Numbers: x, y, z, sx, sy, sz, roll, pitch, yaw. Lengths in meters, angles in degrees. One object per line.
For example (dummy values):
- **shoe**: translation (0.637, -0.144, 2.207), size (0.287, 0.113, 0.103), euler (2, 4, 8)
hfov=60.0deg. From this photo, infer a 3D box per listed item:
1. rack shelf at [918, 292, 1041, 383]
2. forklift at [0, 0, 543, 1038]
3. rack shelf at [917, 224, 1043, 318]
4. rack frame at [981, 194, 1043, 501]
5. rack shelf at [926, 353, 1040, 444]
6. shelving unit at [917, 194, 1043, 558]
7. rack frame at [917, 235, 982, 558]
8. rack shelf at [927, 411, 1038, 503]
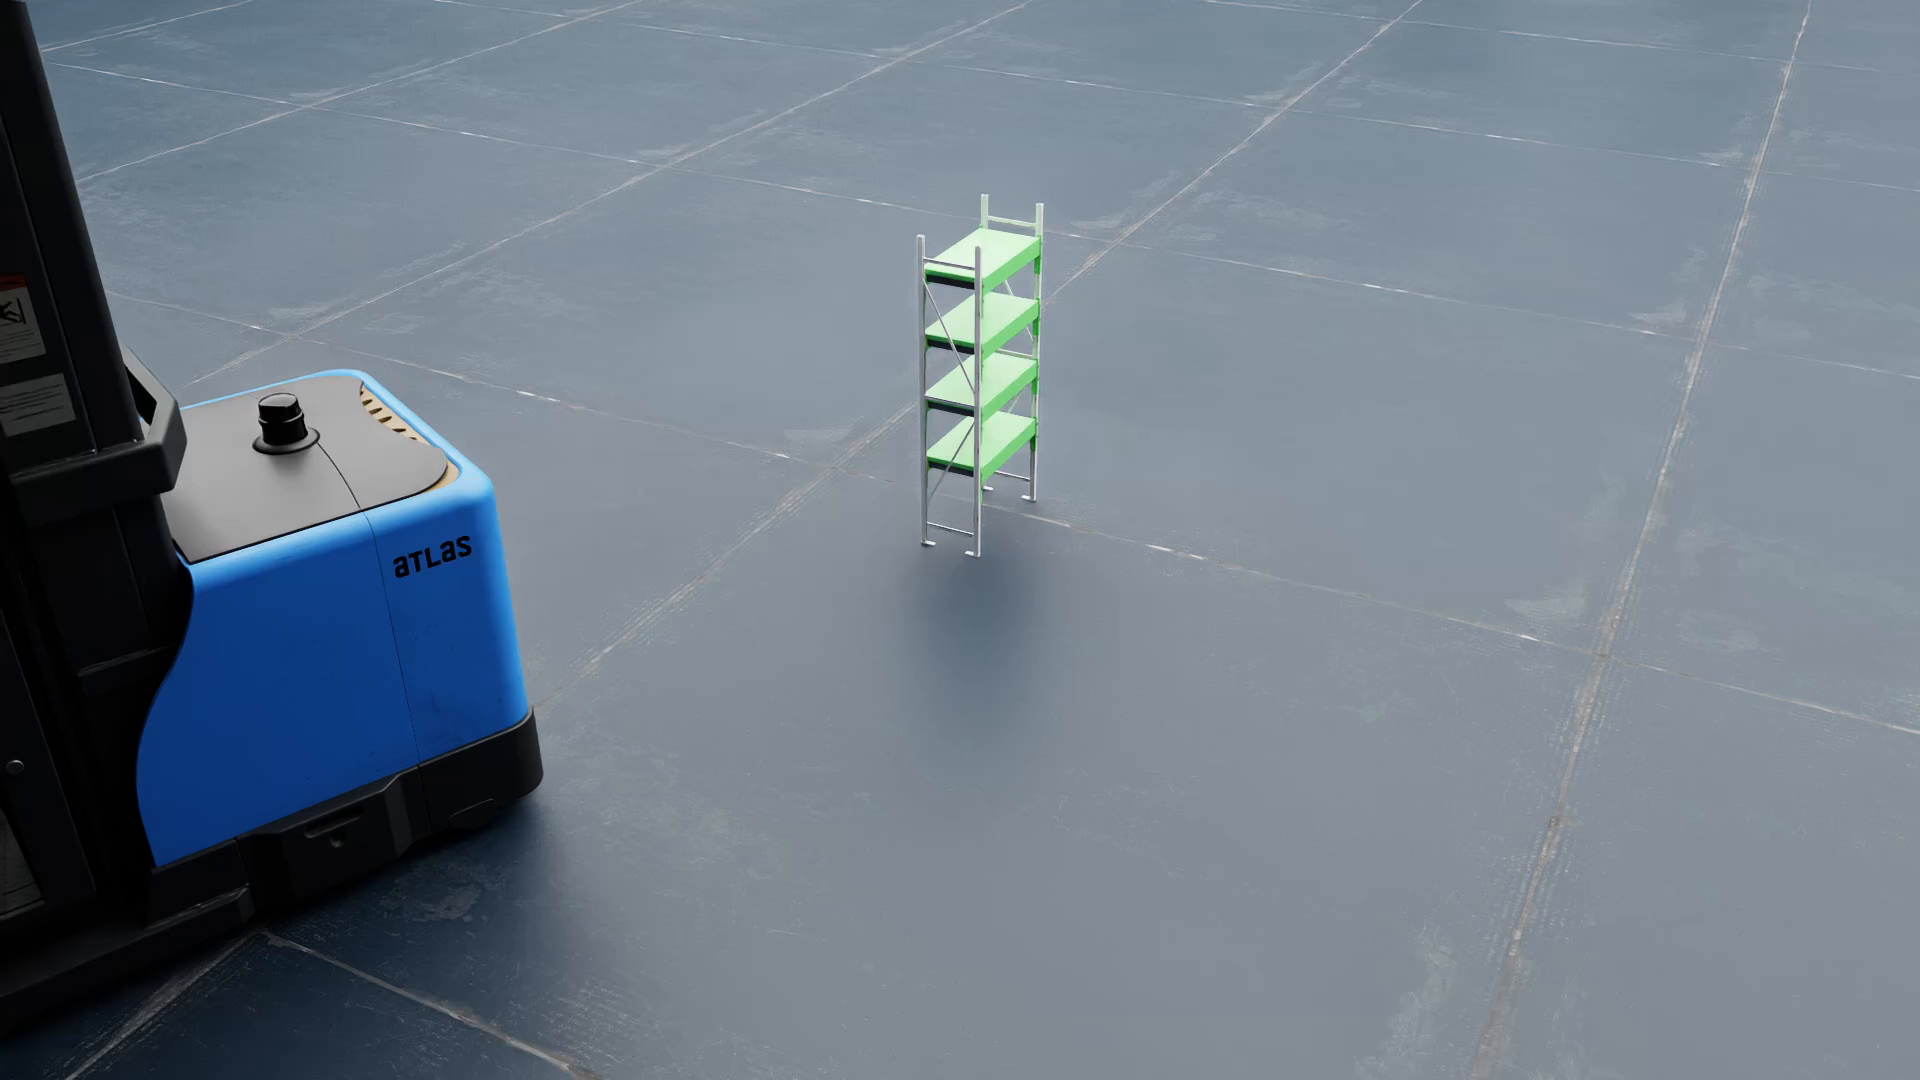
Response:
- **rack shelf**: translation (0.075, -0.746, 5.991), size (0.258, 0.148, 0.480), euler (14, 33, 23)
- **forklift**: translation (-2.696, -0.235, 3.715), size (3.031, 2.935, 1.130), euler (-22, 36, -33)
- **rack shelf**: translation (0.075, -0.955, 5.872), size (0.258, 0.148, 0.480), euler (14, 33, 23)
- **rack frame**: translation (0.187, -0.702, 6.267), size (0.240, 1.200, 0.015), euler (14, 33, 23)
- **rack shelf**: translation (0.075, -0.538, 6.111), size (0.258, 0.148, 0.480), euler (14, 33, 23)
- **shelving unit**: translation (0.075, -0.594, 6.079), size (0.258, 1.200, 0.503), euler (14, 33, 23)
- **rack frame**: translation (-0.036, -0.486, 5.891), size (0.240, 1.200, 0.015), euler (14, 33, 23)
- **rack shelf**: translation (0.075, -0.330, 6.230), size (0.258, 0.148, 0.480), euler (14, 33, 23)
